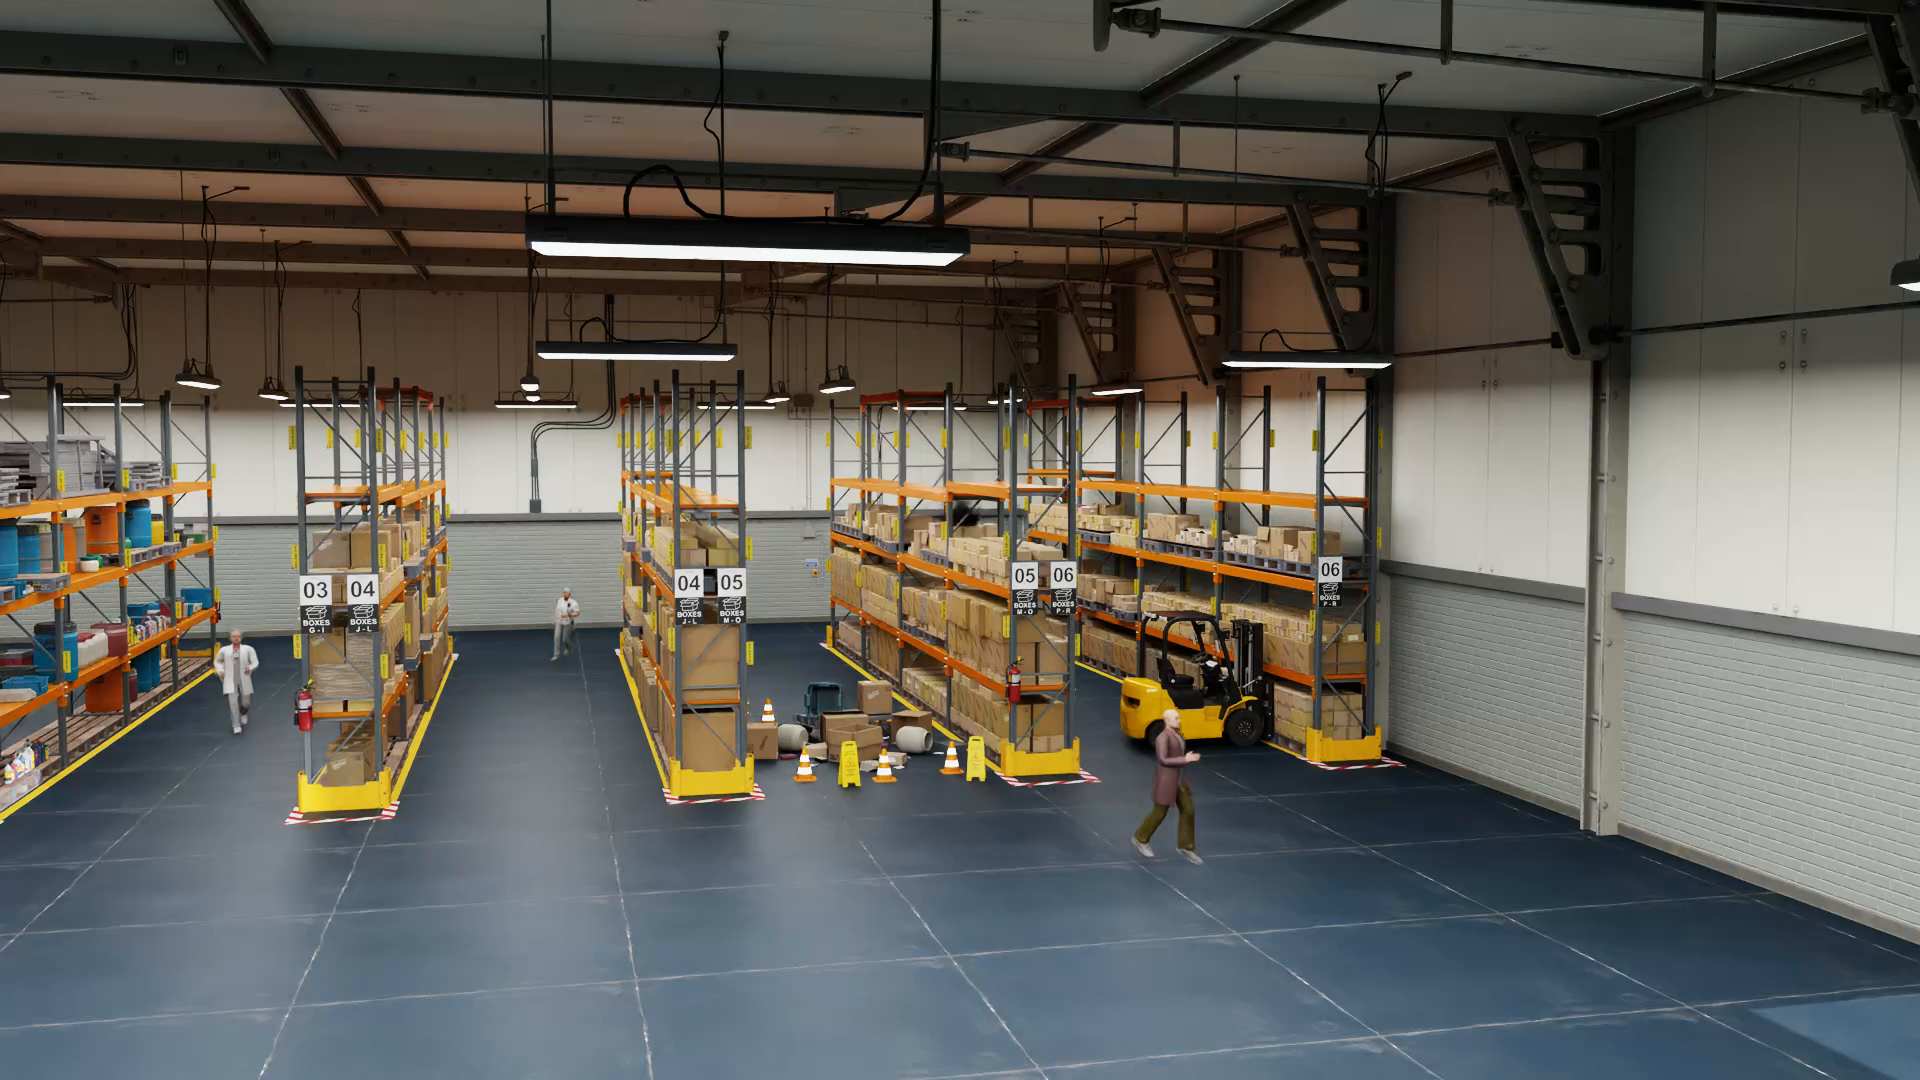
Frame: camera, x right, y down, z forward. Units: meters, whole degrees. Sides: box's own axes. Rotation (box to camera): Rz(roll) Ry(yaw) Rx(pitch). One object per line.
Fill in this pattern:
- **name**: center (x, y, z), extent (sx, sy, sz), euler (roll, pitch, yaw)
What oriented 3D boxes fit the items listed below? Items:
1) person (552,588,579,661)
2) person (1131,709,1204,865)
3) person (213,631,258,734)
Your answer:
- **person**: center (-9.037, 1.927, 38.215), extent (0.647, 1.654, 0.821), euler (1, 3, 11)
- **person**: center (2.458, 2.922, 19.781), extent (0.898, 1.846, 0.705), euler (2, 4, 35)
- **person**: center (-12.442, 2.427, 28.593), extent (0.715, 1.735, 0.826), euler (-2, 4, -25)
